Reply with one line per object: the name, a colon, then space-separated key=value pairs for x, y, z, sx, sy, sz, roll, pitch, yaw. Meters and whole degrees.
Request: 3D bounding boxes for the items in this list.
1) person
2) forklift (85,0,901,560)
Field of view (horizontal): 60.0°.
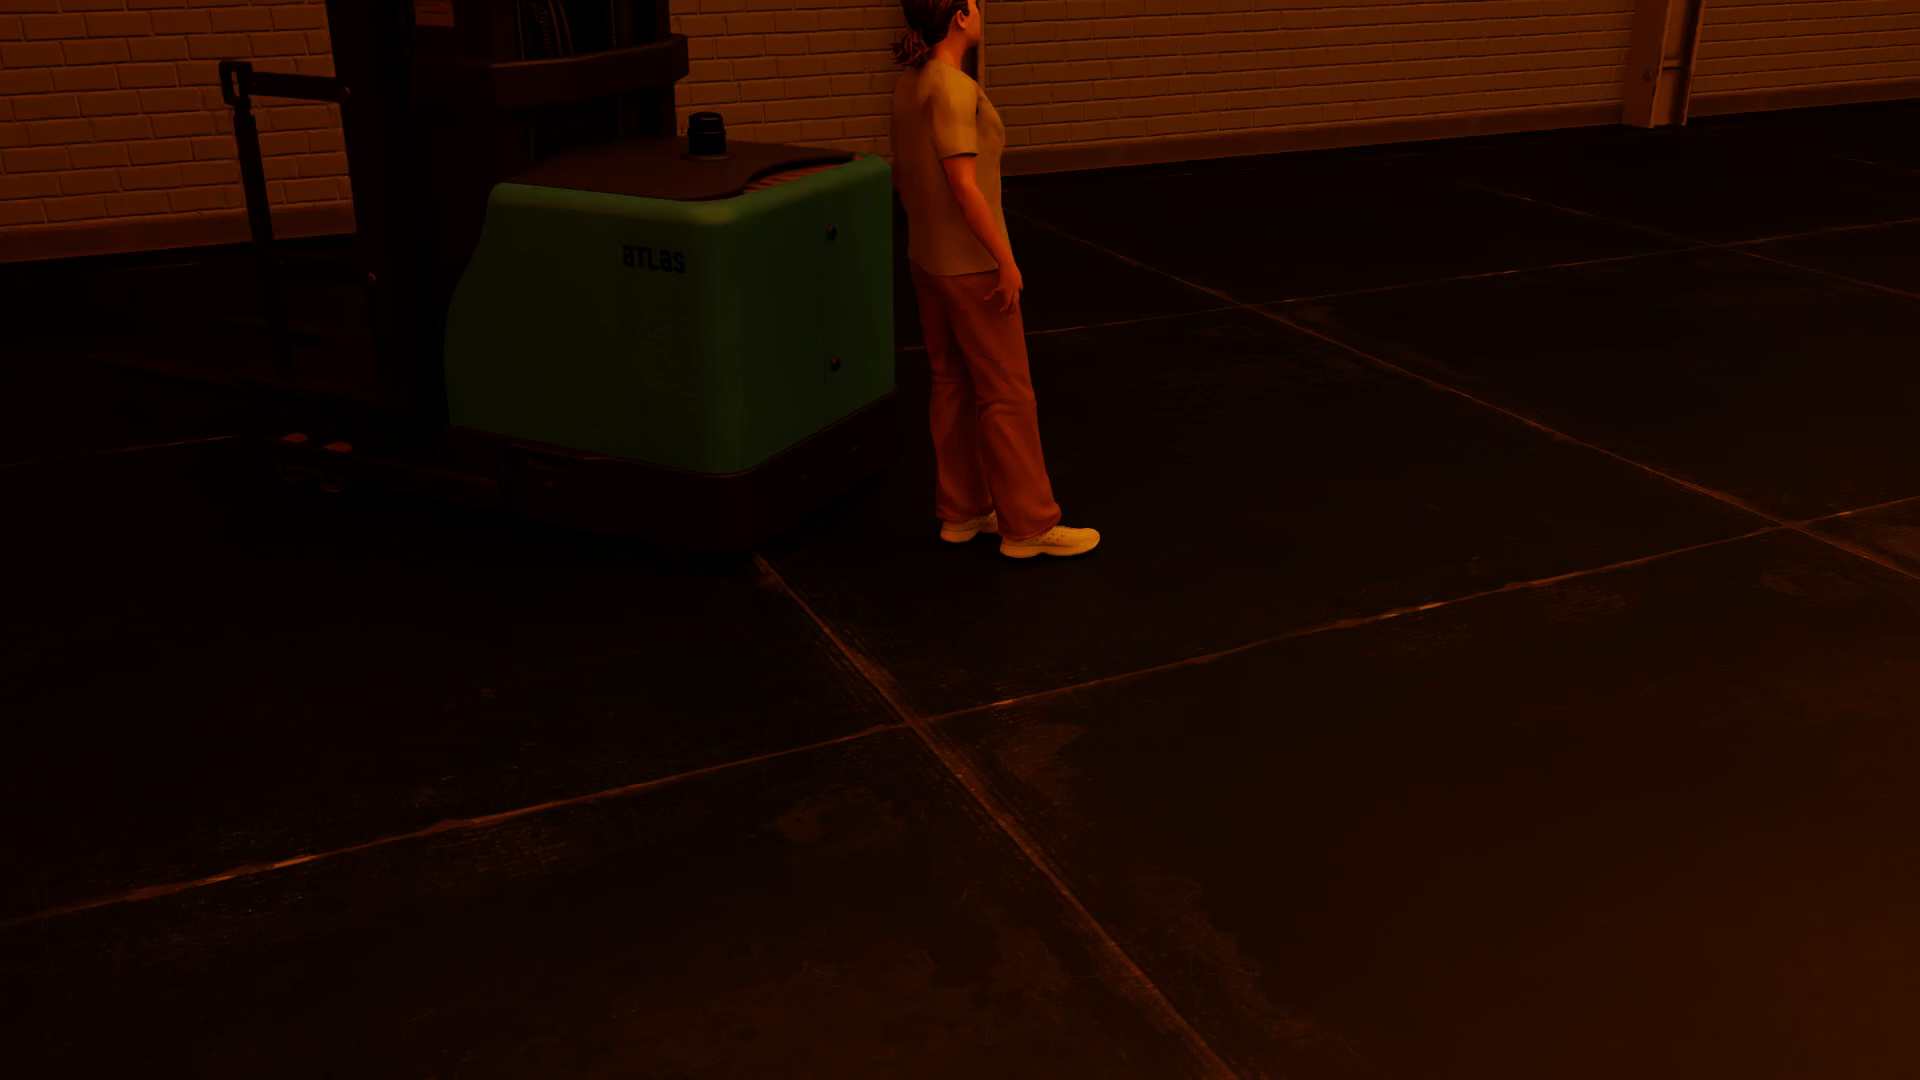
person: x=0.072 y=-0.783 z=4.804 sx=0.548 sy=1.661 sz=0.553 roll=-10 pitch=25 yaw=-23
forklift: x=-1.749 y=-1.677 z=5.322 sx=3.031 sy=2.935 sz=1.130 roll=11 pitch=25 yaw=25
